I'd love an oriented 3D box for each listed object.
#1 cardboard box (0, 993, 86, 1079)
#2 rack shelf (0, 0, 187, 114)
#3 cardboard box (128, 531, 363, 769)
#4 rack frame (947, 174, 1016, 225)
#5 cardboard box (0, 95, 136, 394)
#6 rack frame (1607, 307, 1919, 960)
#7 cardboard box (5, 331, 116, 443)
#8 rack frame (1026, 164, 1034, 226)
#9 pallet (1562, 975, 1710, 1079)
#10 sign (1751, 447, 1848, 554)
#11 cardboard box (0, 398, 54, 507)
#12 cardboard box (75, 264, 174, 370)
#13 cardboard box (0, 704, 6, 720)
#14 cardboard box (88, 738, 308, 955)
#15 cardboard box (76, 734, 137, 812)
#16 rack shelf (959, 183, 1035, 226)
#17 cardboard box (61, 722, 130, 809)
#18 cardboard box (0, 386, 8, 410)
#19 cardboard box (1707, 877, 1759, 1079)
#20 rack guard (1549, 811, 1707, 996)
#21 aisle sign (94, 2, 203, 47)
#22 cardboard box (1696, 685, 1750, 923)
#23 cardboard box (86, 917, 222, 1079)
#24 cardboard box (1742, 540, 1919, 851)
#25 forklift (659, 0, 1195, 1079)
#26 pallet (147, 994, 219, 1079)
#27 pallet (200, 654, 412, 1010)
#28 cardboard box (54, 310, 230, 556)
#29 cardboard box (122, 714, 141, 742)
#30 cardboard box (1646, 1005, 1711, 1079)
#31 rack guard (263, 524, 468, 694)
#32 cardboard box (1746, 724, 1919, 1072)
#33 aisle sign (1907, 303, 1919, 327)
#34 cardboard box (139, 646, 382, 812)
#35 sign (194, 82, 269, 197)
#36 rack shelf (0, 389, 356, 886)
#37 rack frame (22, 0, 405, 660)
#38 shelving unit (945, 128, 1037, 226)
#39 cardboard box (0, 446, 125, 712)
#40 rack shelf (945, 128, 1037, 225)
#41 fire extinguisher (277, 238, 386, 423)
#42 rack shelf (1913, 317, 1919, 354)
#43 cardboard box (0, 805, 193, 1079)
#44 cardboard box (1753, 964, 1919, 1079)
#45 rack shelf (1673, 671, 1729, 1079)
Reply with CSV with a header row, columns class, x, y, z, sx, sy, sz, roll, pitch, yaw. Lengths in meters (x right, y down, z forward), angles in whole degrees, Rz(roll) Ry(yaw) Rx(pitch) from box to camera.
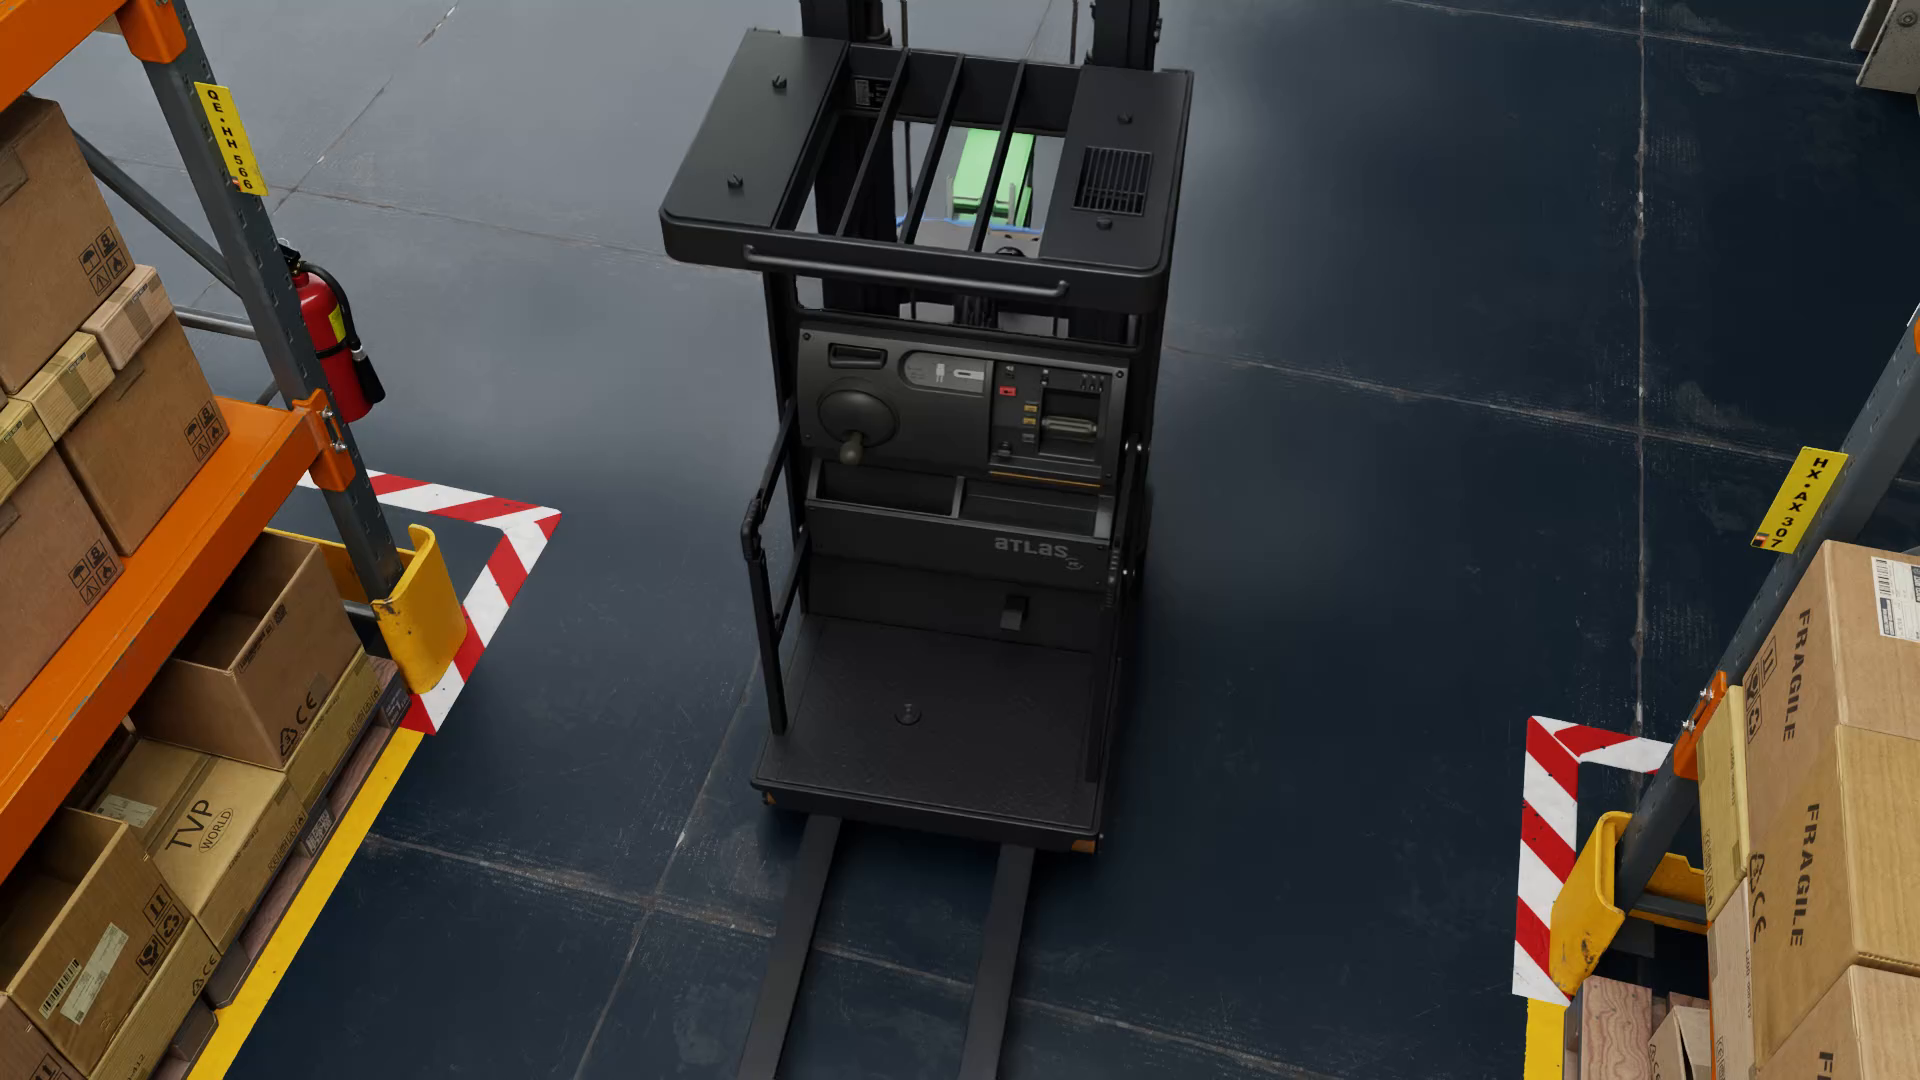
class,x,y,z,sx,sy,sz,roll,pitch,yaw
cardboard box,-2.601,1.390,4.076,0.500,0.500,0.500,12,50,10
rack shelf,-2.891,0.025,2.706,1.077,0.370,4.000,12,50,10
cardboard box,-2.219,0.302,5.036,0.500,0.500,0.500,12,50,10
rack frame,0.074,-0.850,6.200,0.240,1.200,0.015,8,49,7
cardboard box,-2.514,-0.756,3.985,0.700,0.500,0.500,12,50,10
rack frame,2.415,0.308,3.978,1.000,3.000,0.127,12,50,10
cardboard box,-2.349,-0.411,4.113,0.380,0.149,0.250,13,50,11
rack frame,0.160,-1.211,6.518,0.240,1.200,0.015,8,49,7
pallet,2.147,1.866,4.462,1.003,0.211,1.213,12,50,10
sign,1.892,-0.086,3.748,0.100,0.325,0.005,12,50,10
cardboard box,-2.416,-0.226,3.950,0.380,0.149,0.250,11,49,9
cardboard box,-2.282,-0.601,4.280,0.380,0.149,0.250,11,49,9
cardboard box,-2.770,0.374,3.853,0.700,0.500,0.500,12,50,10
cardboard box,-2.341,0.914,4.997,0.500,0.250,0.500,12,50,10
cardboard box,-2.849,0.810,5.088,0.500,0.250,0.500,12,50,10
rack shelf,0.117,-1.147,6.227,0.258,0.148,0.480,8,49,7
cardboard box,-2.850,0.562,4.807,0.500,0.500,0.500,12,50,10
cardboard box,-2.647,-0.375,3.648,0.700,0.500,0.500,10,49,9
cardboard box,1.857,1.019,3.436,0.500,0.250,0.500,10,49,9
rack guard,2.395,1.190,4.866,1.175,0.500,0.348,12,50,10
aisle sign,-2.064,-1.517,3.854,0.394,0.787,0.004,12,50,10
cardboard box,1.980,0.641,3.770,0.500,0.250,0.500,10,49,9
cardboard box,-2.471,1.276,4.677,0.500,0.250,0.500,12,50,10
cardboard box,2.000,0.389,3.493,0.500,0.500,0.500,12,50,10
forklift,-0.035,-0.268,4.532,1.130,2.935,3.031,8,49,7
pallet,-2.849,1.697,4.612,1.003,0.211,1.213,12,50,10
pallet,-2.526,0.817,5.388,1.003,0.211,1.213,12,50,10
cardboard box,-2.500,-0.365,4.505,0.700,0.500,0.500,12,50,10
cardboard box,-2.721,0.448,5.408,0.500,0.250,0.500,12,50,10
cardboard box,2.146,1.535,4.395,0.500,0.311,0.500,7,49,6
rack guard,-2.359,0.143,5.791,1.175,0.500,0.348,12,50,10
cardboard box,1.860,0.744,3.179,0.500,0.500,0.500,12,50,10
aisle sign,2.145,-0.664,3.101,0.394,0.787,0.004,12,50,10
cardboard box,-2.221,0.550,5.318,0.500,0.250,0.500,12,50,10
sign,-1.845,-1.012,4.212,0.100,0.325,0.005,12,50,10
rack shelf,-2.891,1.018,3.831,1.077,0.370,4.000,12,50,10
rack frame,-2.365,-0.667,4.838,1.000,3.000,0.127,12,50,10
shelving unit,0.117,-1.030,6.359,0.258,1.200,0.503,8,49,7
cardboard box,-2.634,0.016,4.169,0.700,0.500,0.500,13,50,11
rack shelf,0.117,-1.306,6.047,0.258,0.148,0.480,8,49,7
fire extinguisher,-1.886,-0.635,4.862,0.296,0.674,0.183,12,50,10
rack shelf,1.889,1.000,1.846,1.077,0.370,4.000,12,50,10
cardboard box,-2.468,1.028,4.395,0.500,0.500,0.500,12,50,10
cardboard box,1.718,1.117,2.850,0.500,0.500,0.500,10,49,9
rack shelf,1.889,1.992,2.971,1.077,0.370,4.000,12,50,10
